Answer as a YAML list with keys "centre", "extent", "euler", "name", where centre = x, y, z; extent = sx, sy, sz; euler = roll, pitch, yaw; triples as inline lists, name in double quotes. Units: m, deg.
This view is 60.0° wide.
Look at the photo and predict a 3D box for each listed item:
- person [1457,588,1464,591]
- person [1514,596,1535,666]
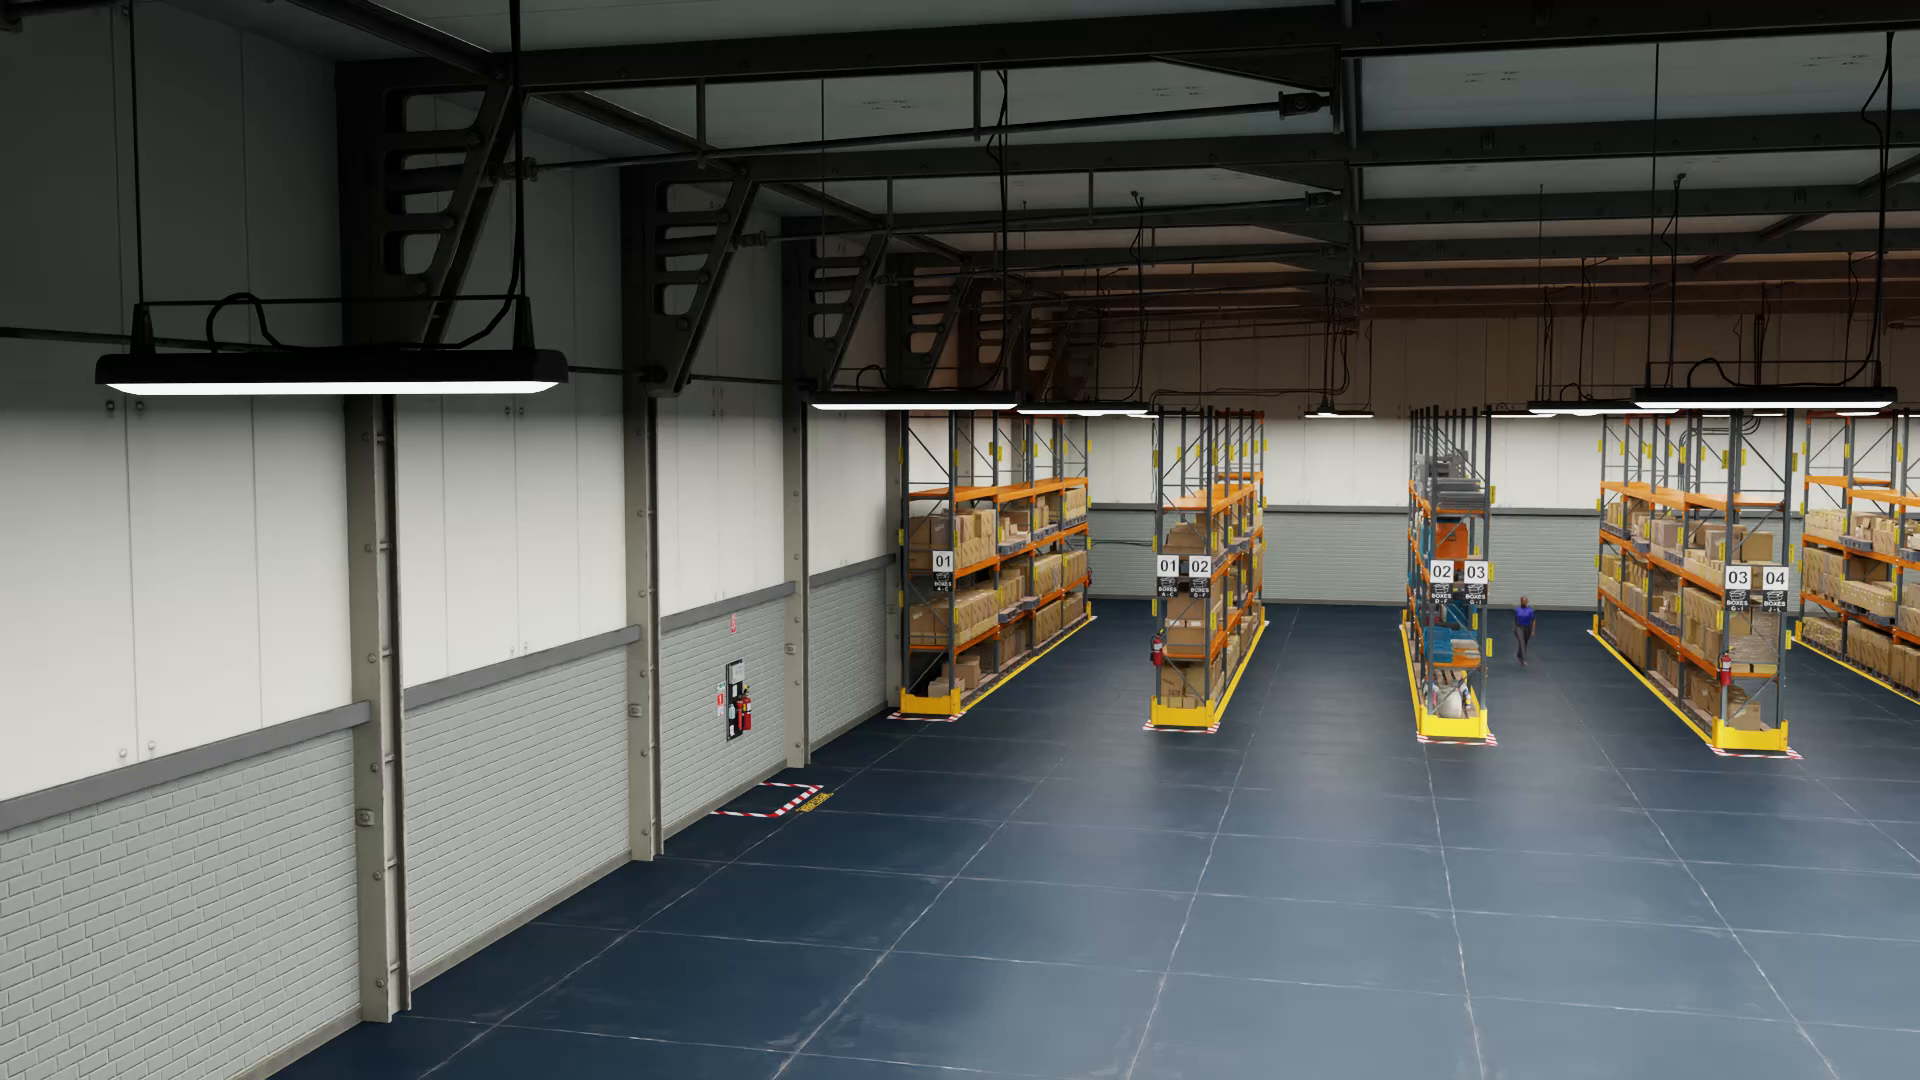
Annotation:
- centre: [13.962, 1.581, 46.404]
  extent: [0.471, 1.609, 0.947]
  euler: [-3, 5, -37]
  name: "person"
- centre: [13.251, 2.112, 39.013]
  extent: [0.417, 1.585, 1.068]
  euler: [0, 4, -1]
  name: "person"
